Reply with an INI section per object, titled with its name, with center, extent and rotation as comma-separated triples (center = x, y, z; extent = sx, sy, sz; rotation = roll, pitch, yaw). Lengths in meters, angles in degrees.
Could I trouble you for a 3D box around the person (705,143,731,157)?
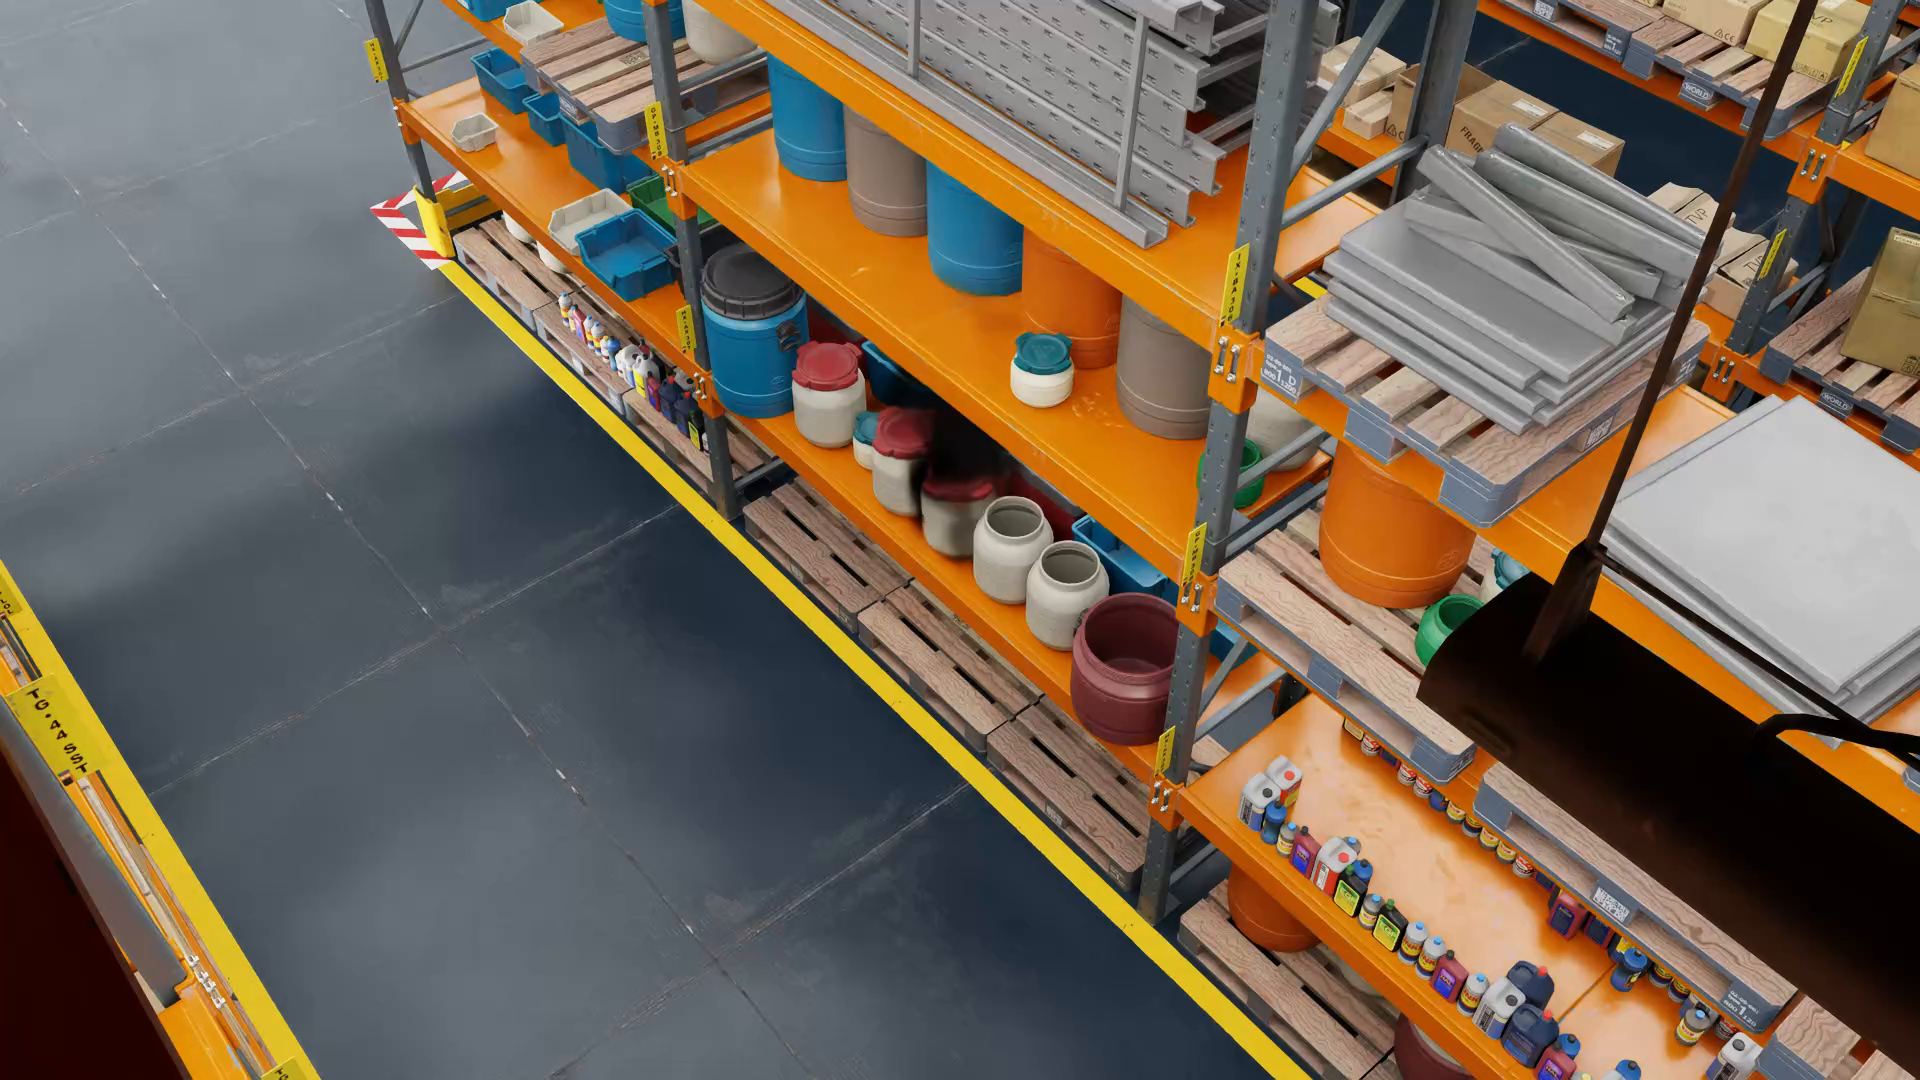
[person]
center = -2.275, -3.749, 13.355
extent = 0.835, 1.837, 0.705
rotation = 20, 50, 18
